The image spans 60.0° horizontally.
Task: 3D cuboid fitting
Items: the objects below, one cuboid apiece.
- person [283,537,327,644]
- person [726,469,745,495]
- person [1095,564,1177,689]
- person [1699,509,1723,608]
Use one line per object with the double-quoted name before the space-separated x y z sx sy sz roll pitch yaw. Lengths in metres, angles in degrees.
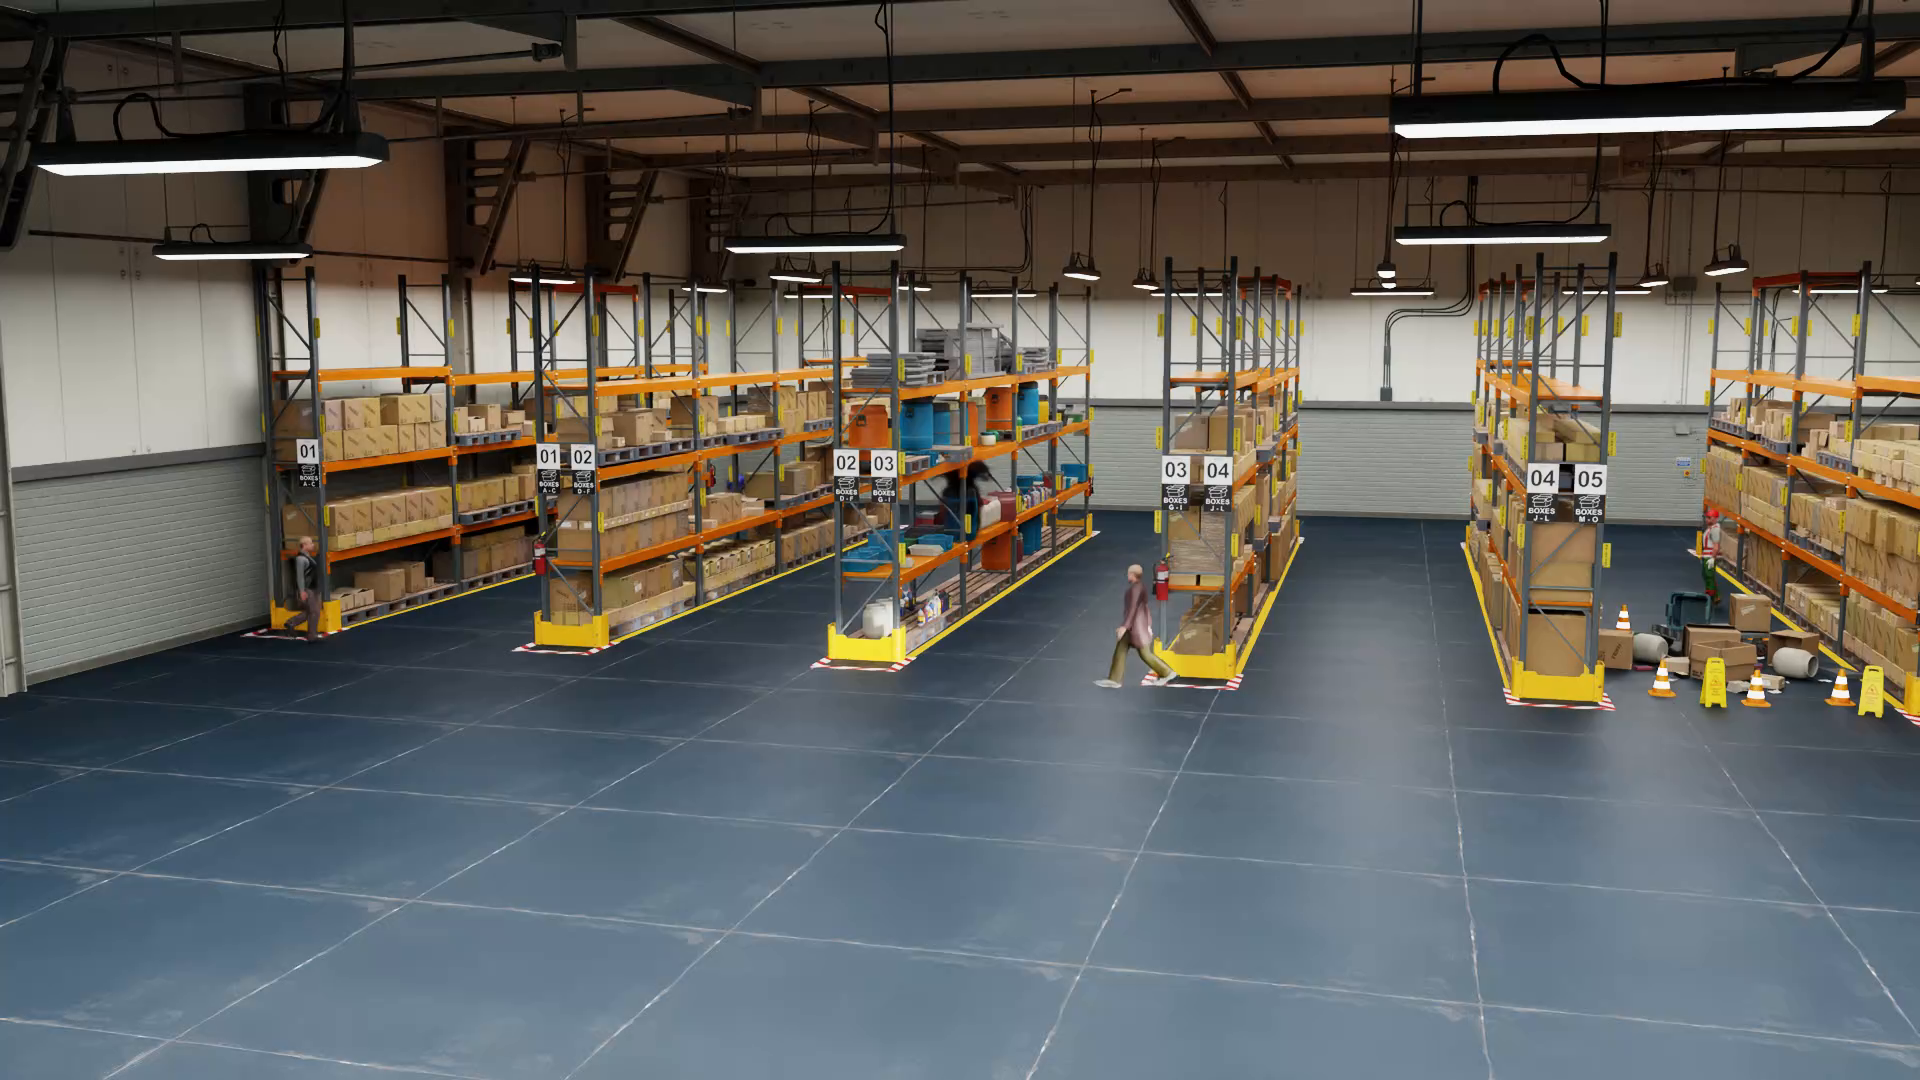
"person" -10.468 0.803 26.478 0.698 1.703 0.583 -1 7 -9
"person" -5.644 -1.043 41.681 0.414 1.475 1.018 2 8 17
"person" 2.460 1.210 23.103 1.103 1.745 0.518 -2 7 -12
"person" 13.451 0.337 29.817 0.436 1.795 0.594 5 9 36
